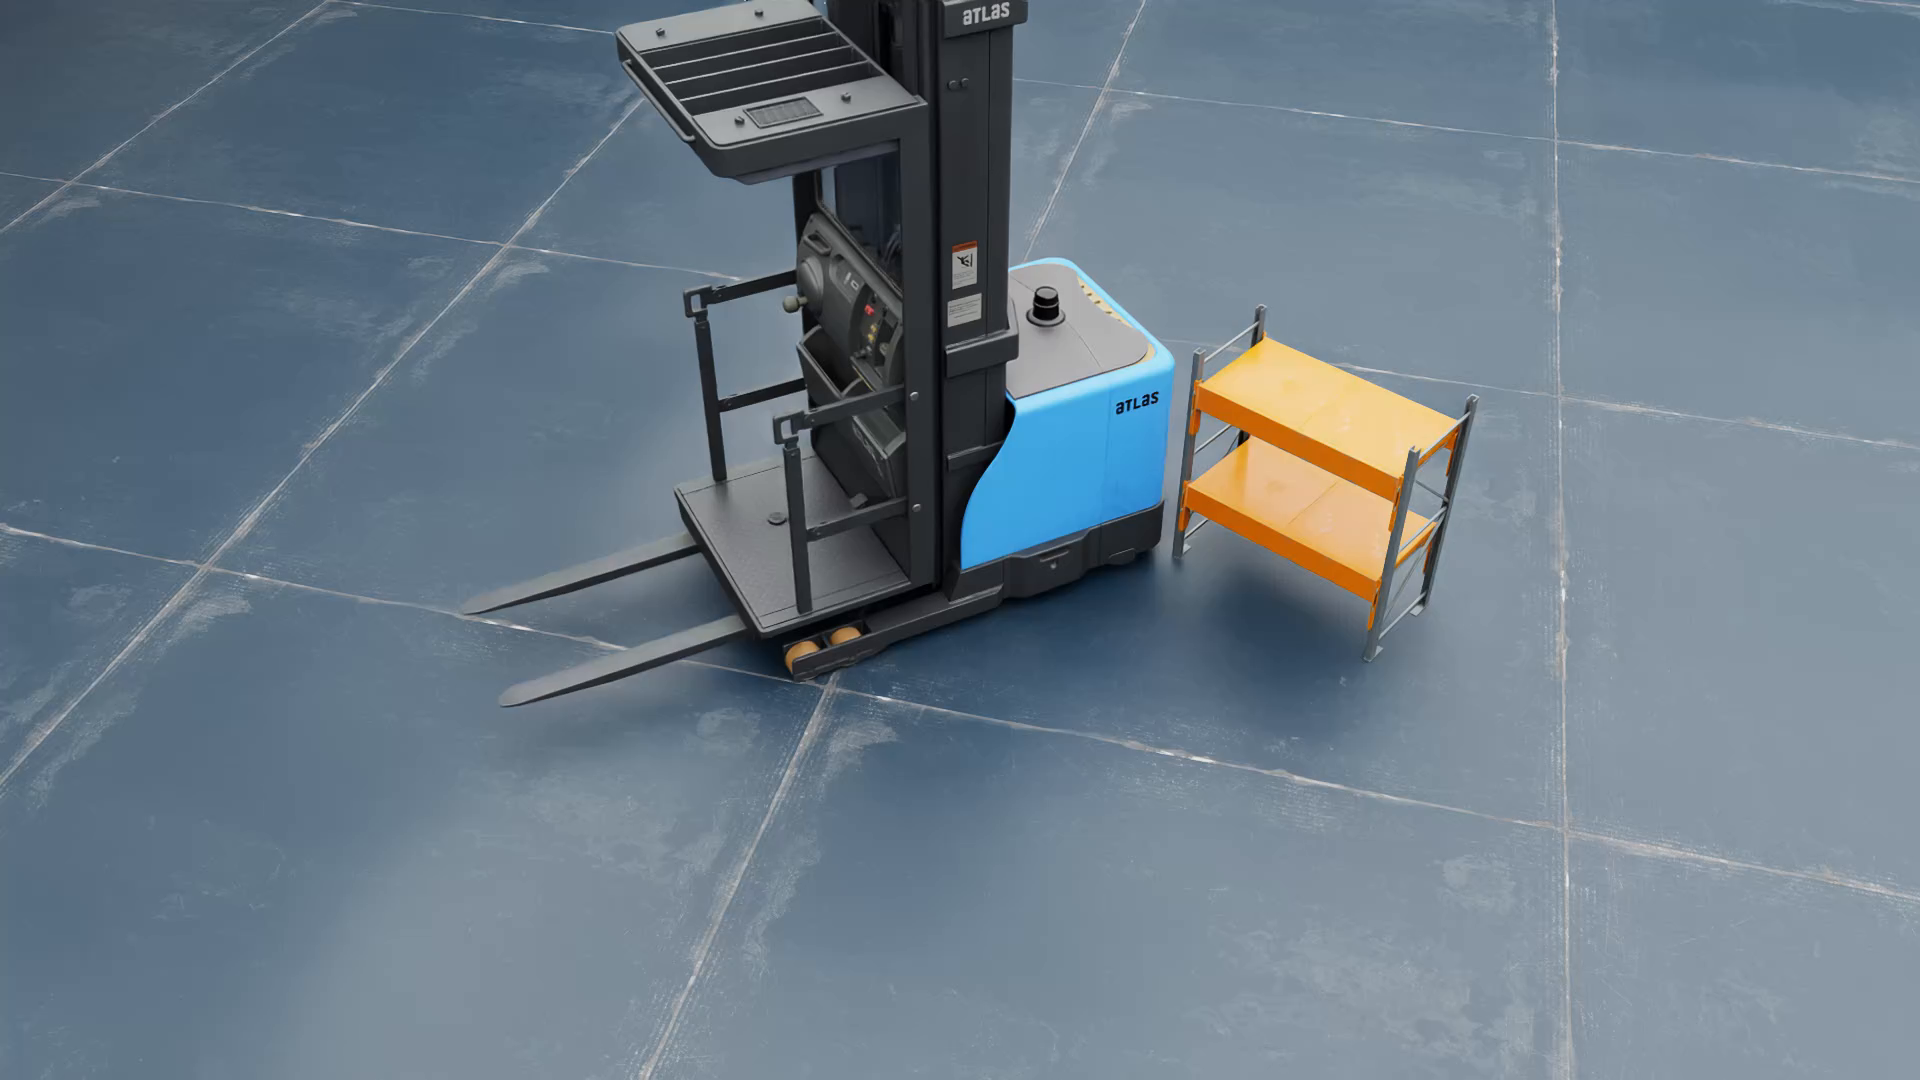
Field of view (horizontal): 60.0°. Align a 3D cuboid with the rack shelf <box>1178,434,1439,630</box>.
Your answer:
[{"bbox_3d":[1.531,-0.063,7.331,1.000,0.278,0.538,30,48,31],"label":"rack shelf"}]

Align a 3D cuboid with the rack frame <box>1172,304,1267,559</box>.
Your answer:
[{"bbox_3d":[1.153,-0.468,7.433,0.032,1.125,0.500,30,48,31],"label":"rack frame"}]

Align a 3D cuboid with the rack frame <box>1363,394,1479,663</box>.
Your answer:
[{"bbox_3d":[1.910,-0.032,6.914,0.032,1.125,0.500,30,48,31],"label":"rack frame"}]

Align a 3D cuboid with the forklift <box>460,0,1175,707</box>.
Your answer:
[{"bbox_3d":[-0.627,-0.919,6.565,3.031,2.935,1.130,-18,43,-20],"label":"forklift"}]

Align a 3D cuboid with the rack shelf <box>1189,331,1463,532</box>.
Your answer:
[{"bbox_3d":[1.531,-0.474,6.985,1.000,0.278,0.538,30,48,31],"label":"rack shelf"}]

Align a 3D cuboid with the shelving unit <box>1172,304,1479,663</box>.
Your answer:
[{"bbox_3d":[1.531,-0.250,7.173,1.048,1.125,0.538,30,48,31],"label":"shelving unit"}]
